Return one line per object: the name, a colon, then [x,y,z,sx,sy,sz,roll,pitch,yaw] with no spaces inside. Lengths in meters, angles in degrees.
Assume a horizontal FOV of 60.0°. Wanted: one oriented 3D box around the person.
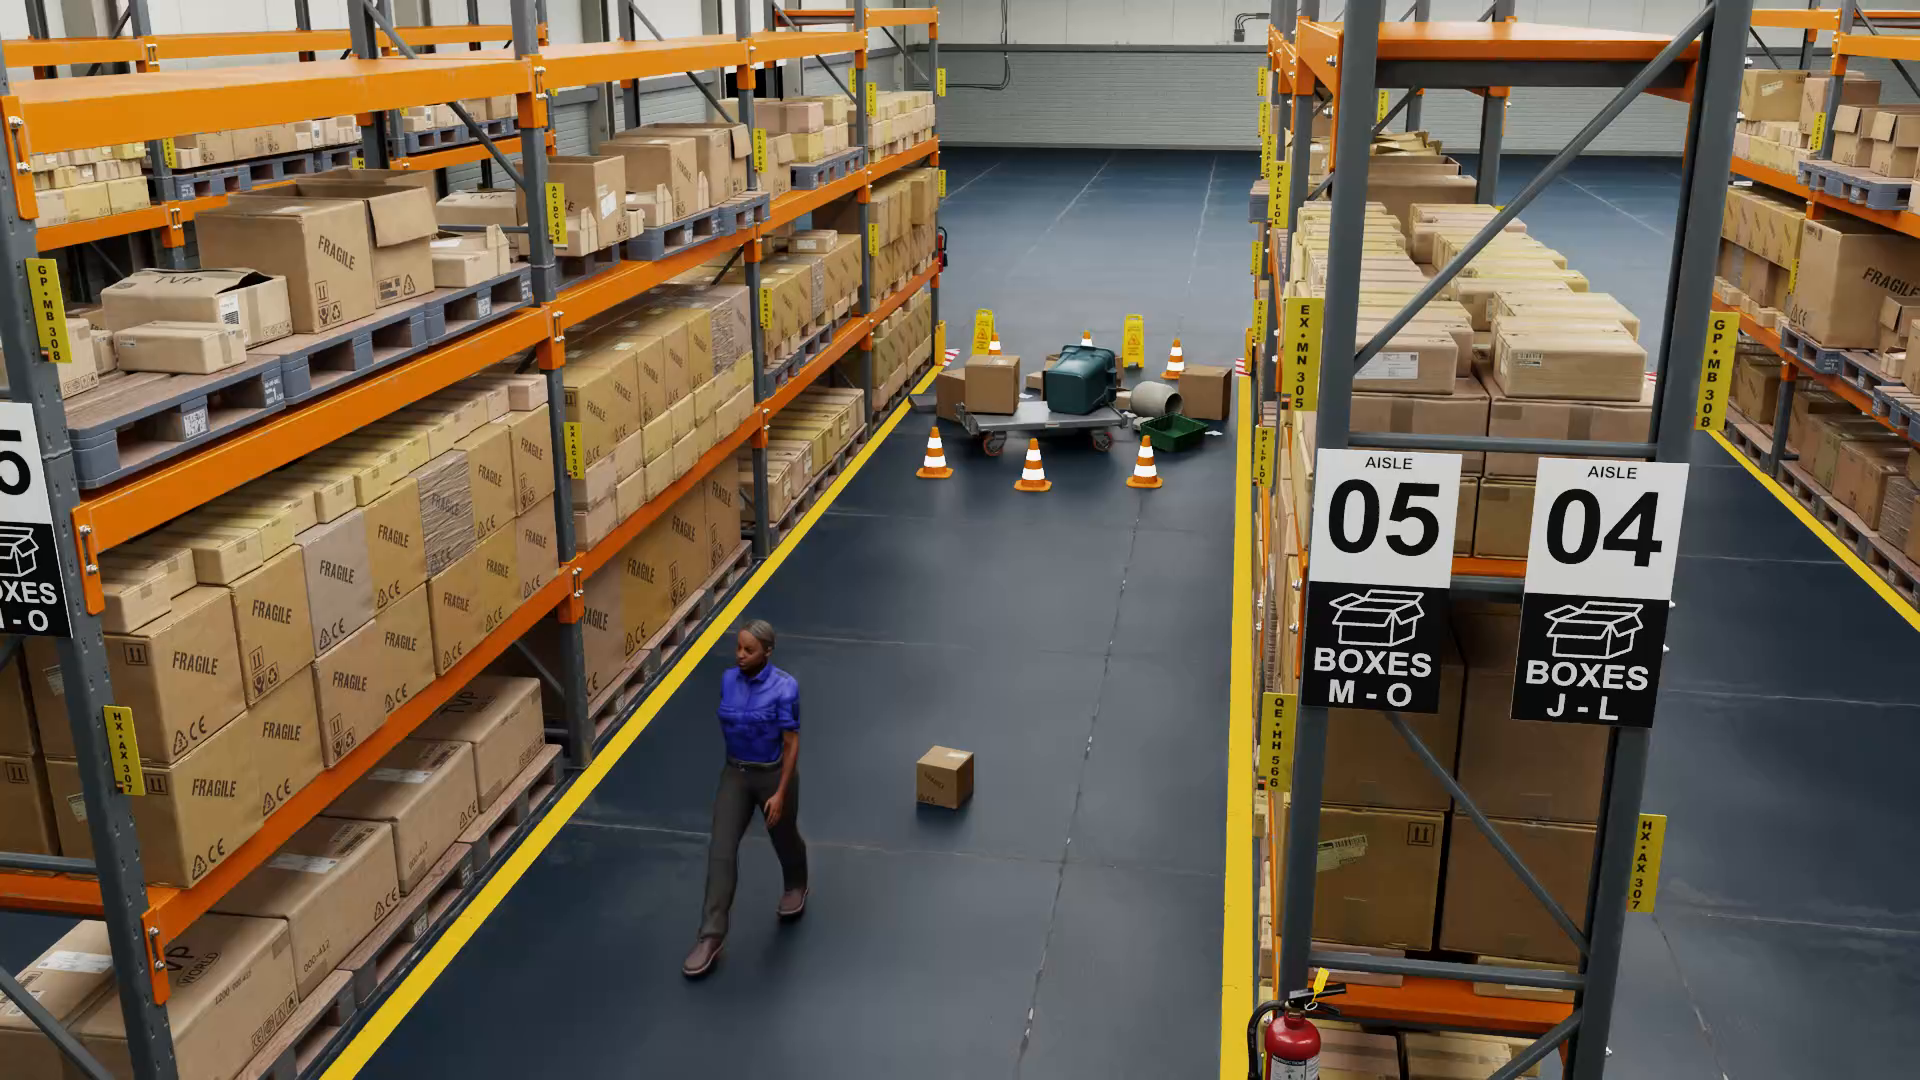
person: [-0.988,1.176,7.914,0.458,1.609,0.937,6,19,18]
